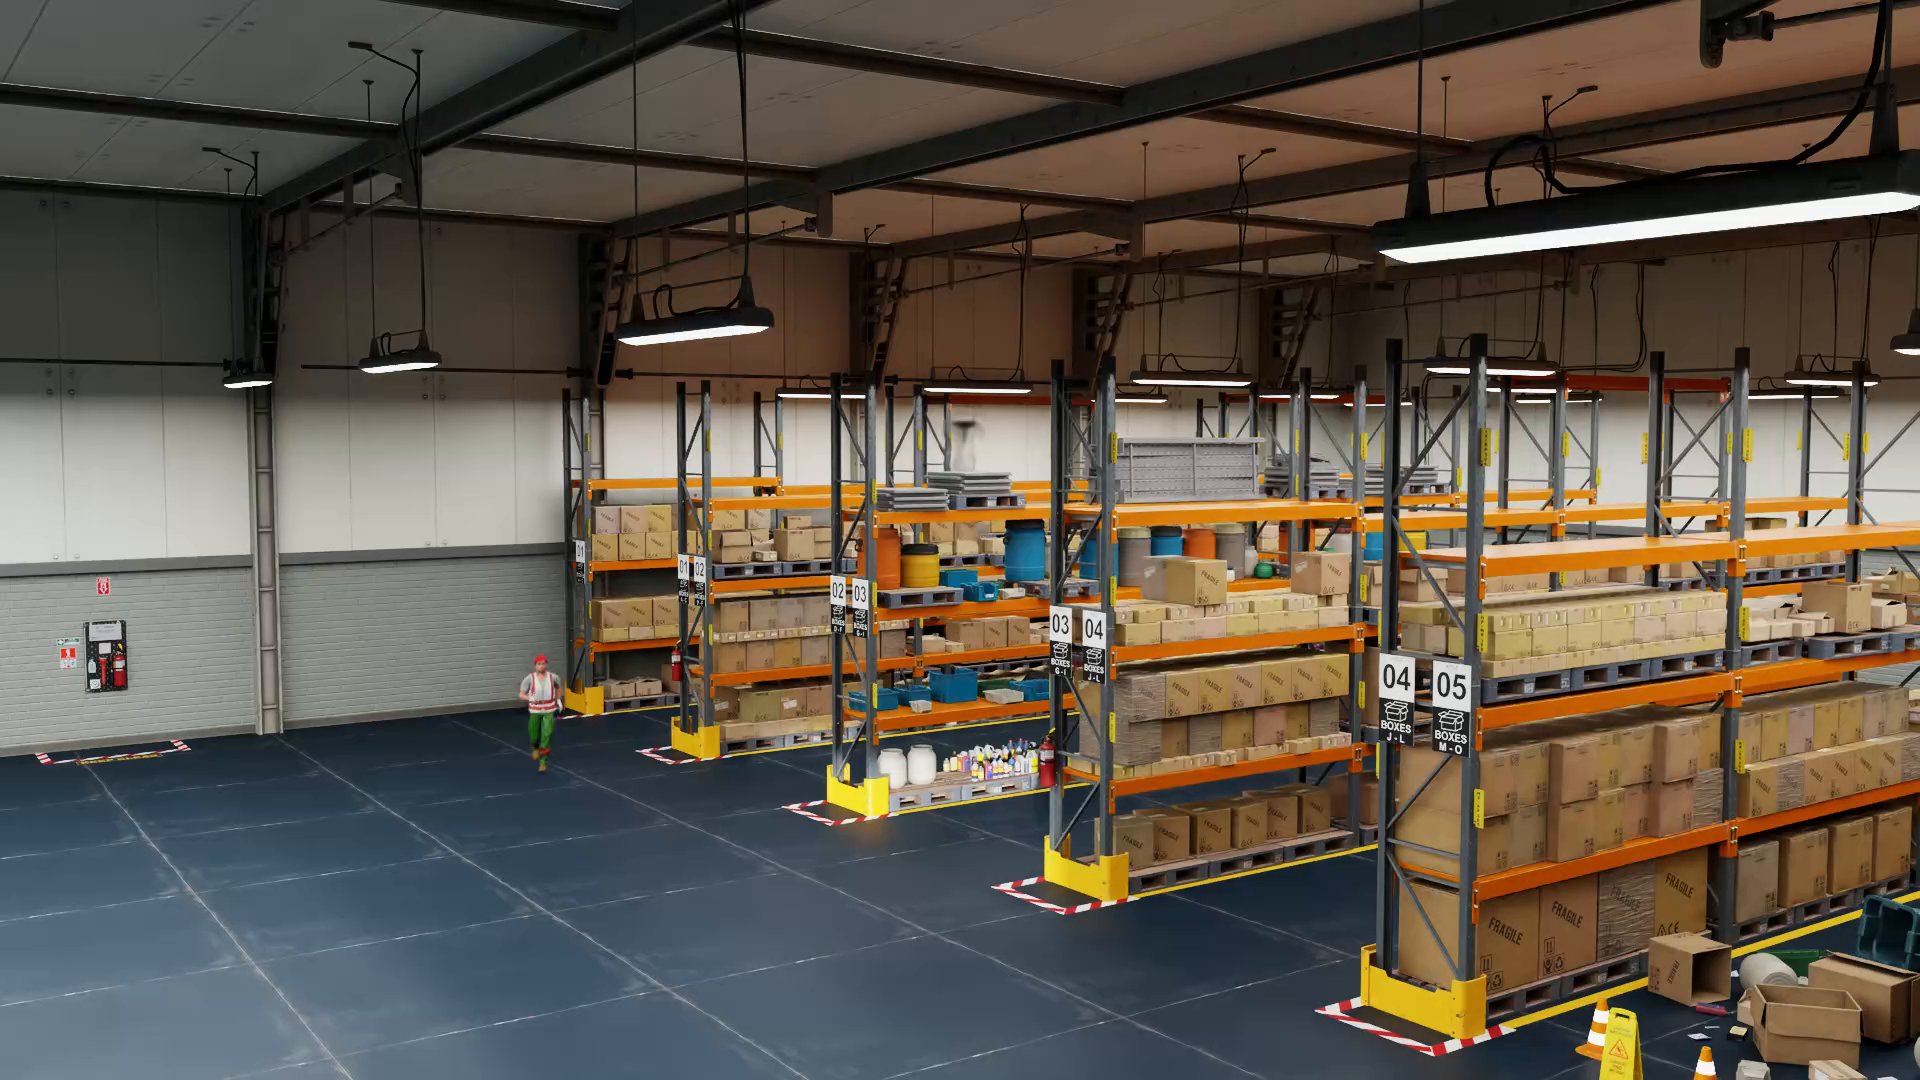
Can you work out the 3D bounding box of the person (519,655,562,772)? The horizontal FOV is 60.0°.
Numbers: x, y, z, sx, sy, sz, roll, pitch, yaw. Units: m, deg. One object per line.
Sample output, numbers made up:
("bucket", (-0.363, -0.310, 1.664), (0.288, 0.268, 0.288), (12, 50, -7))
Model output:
("person", (-6.427, 2.636, 25.521), (0.659, 1.765, 0.860), (-1, 4, -18))
